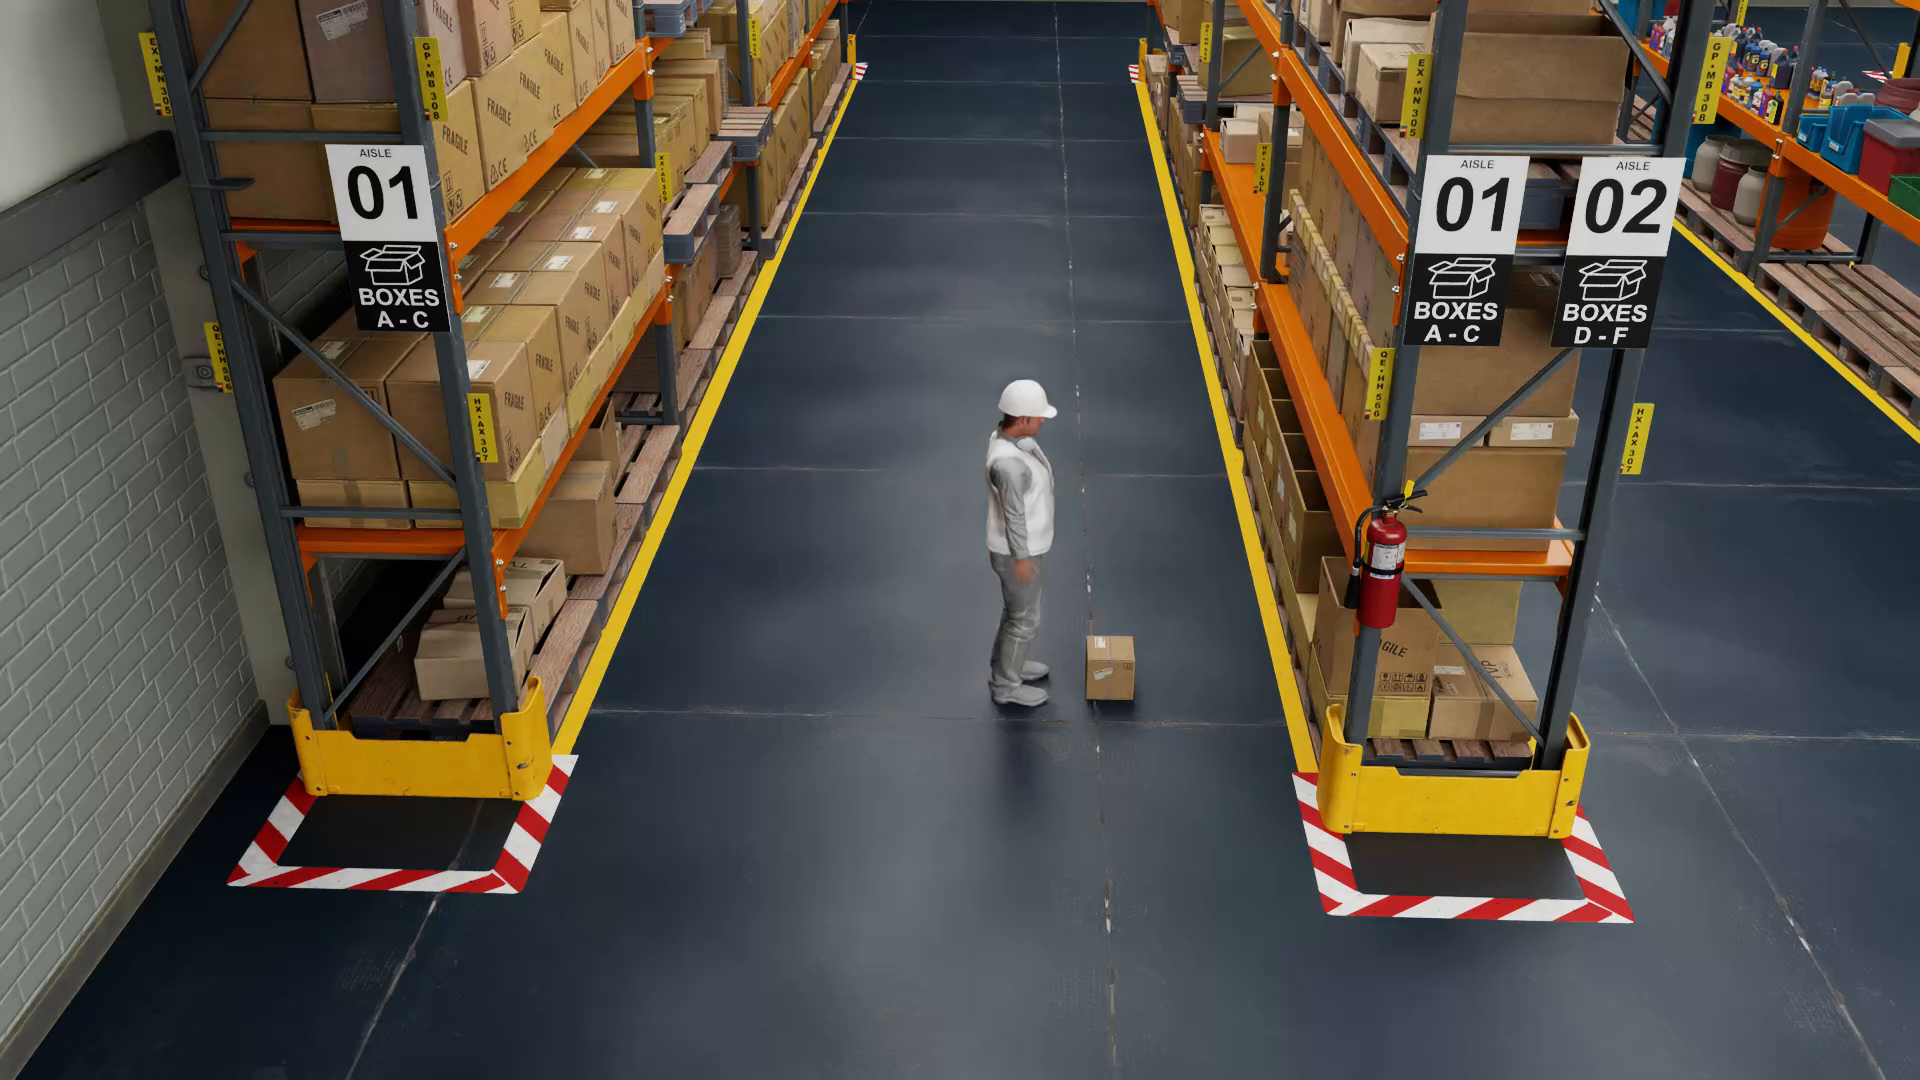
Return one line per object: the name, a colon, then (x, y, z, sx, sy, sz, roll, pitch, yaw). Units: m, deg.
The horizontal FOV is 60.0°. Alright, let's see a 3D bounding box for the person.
person: (0.308, -0.002, 8.609, 0.355, 1.764, 0.533, 2, 28, 3)
